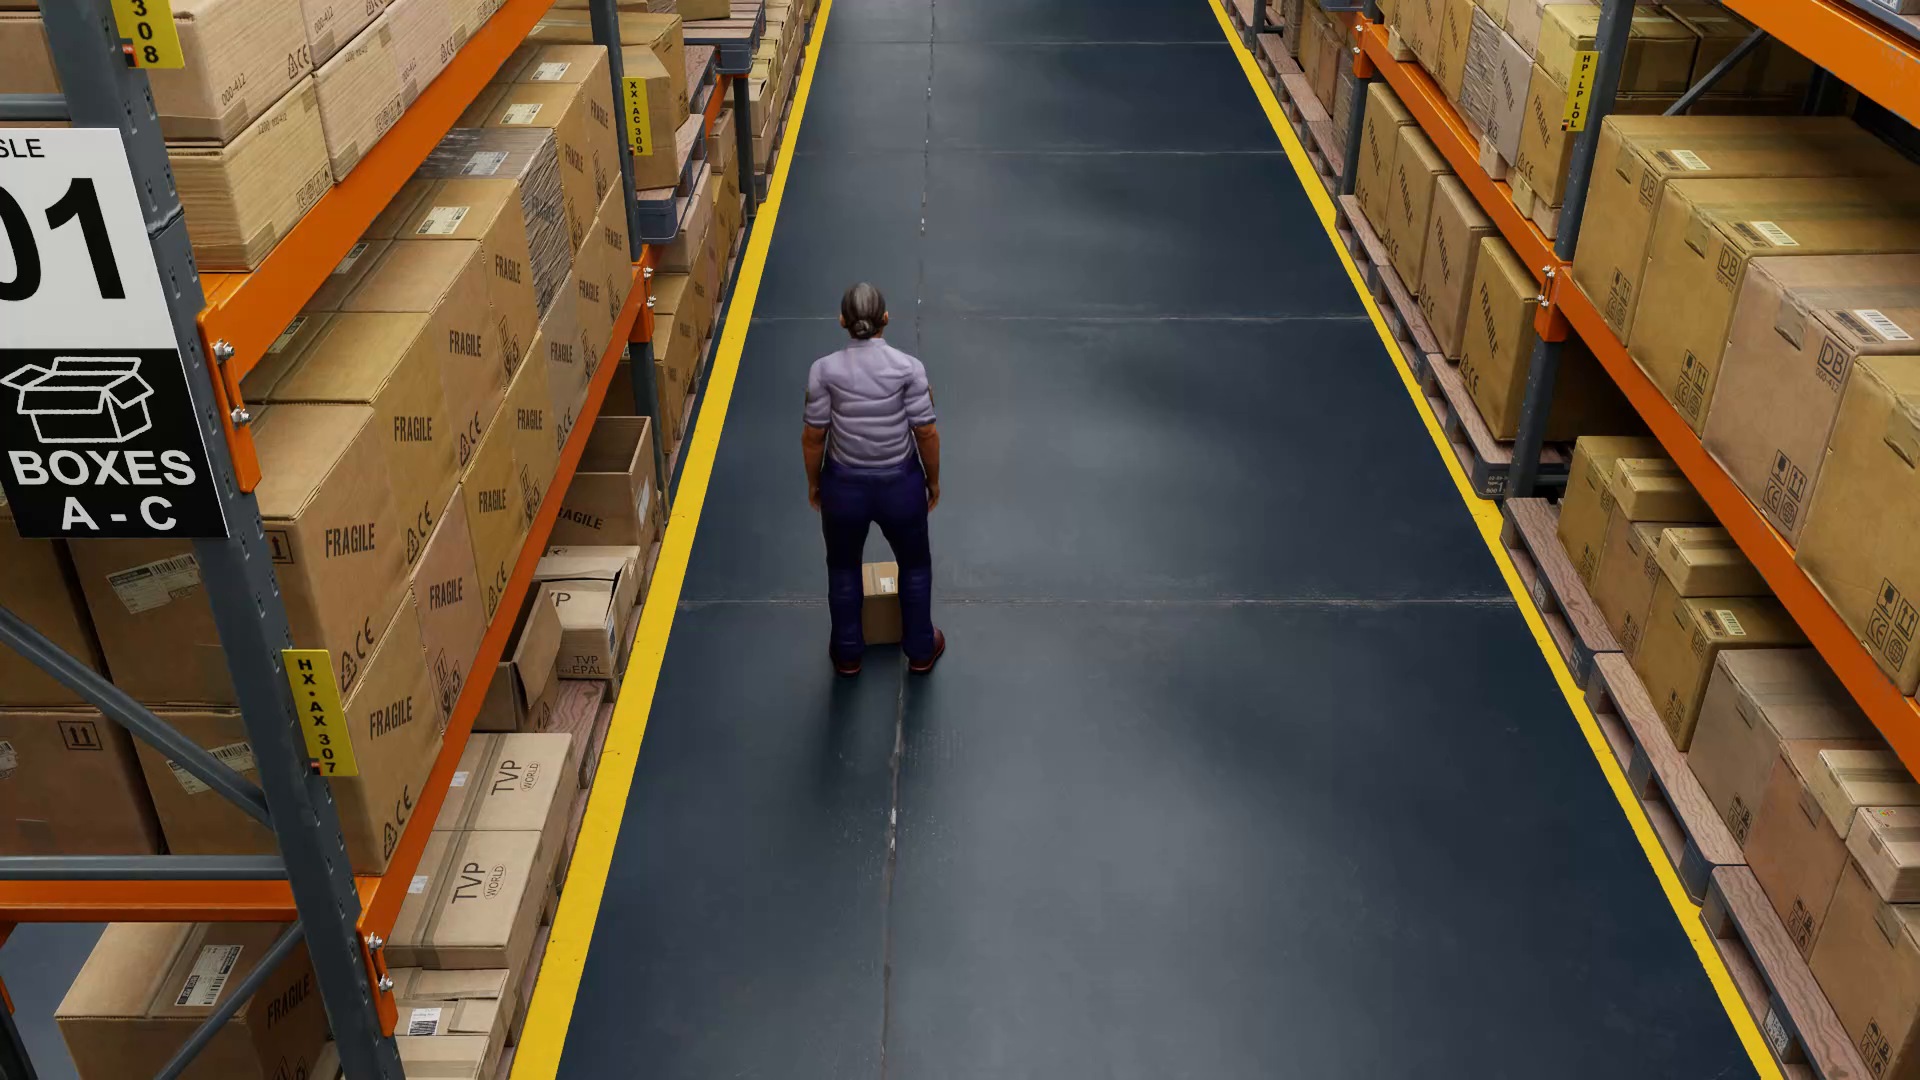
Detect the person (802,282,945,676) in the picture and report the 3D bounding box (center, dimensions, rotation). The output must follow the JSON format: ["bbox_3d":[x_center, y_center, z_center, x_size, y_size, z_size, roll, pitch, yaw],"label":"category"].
[{"bbox_3d":[-0.331,-0.196,6.472,0.539,1.639,0.377,0,32,0],"label":"person"}]
